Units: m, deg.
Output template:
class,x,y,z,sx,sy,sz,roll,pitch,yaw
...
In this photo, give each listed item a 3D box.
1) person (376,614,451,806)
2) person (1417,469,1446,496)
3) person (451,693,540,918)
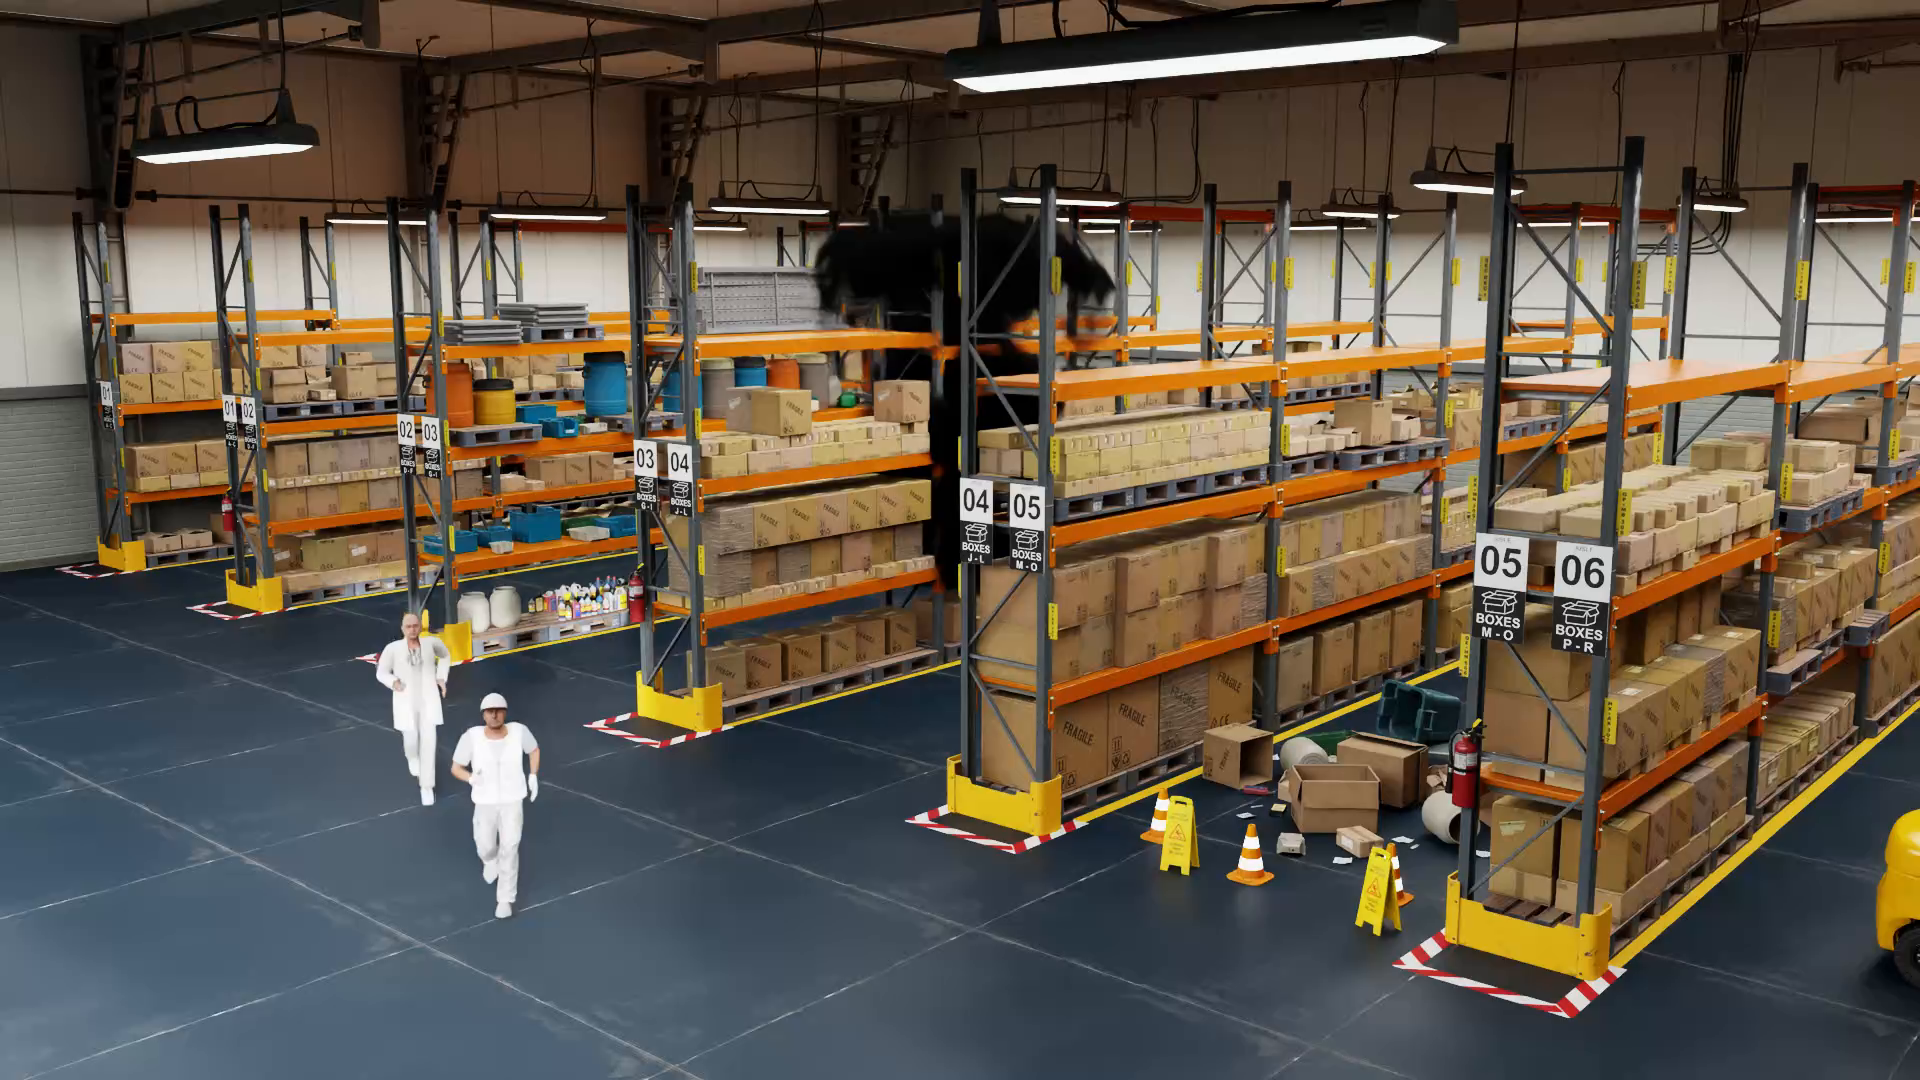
class,x,y,z,sx,sy,sz,roll,pitch,yaw
person,-5.321,1.602,16.284,0.710,1.790,1.043,-4,10,-20
person,8.280,-0.483,29.343,0.559,1.561,0.885,4,10,21
person,-3.727,2.083,13.414,0.699,1.759,0.847,-3,10,-16
